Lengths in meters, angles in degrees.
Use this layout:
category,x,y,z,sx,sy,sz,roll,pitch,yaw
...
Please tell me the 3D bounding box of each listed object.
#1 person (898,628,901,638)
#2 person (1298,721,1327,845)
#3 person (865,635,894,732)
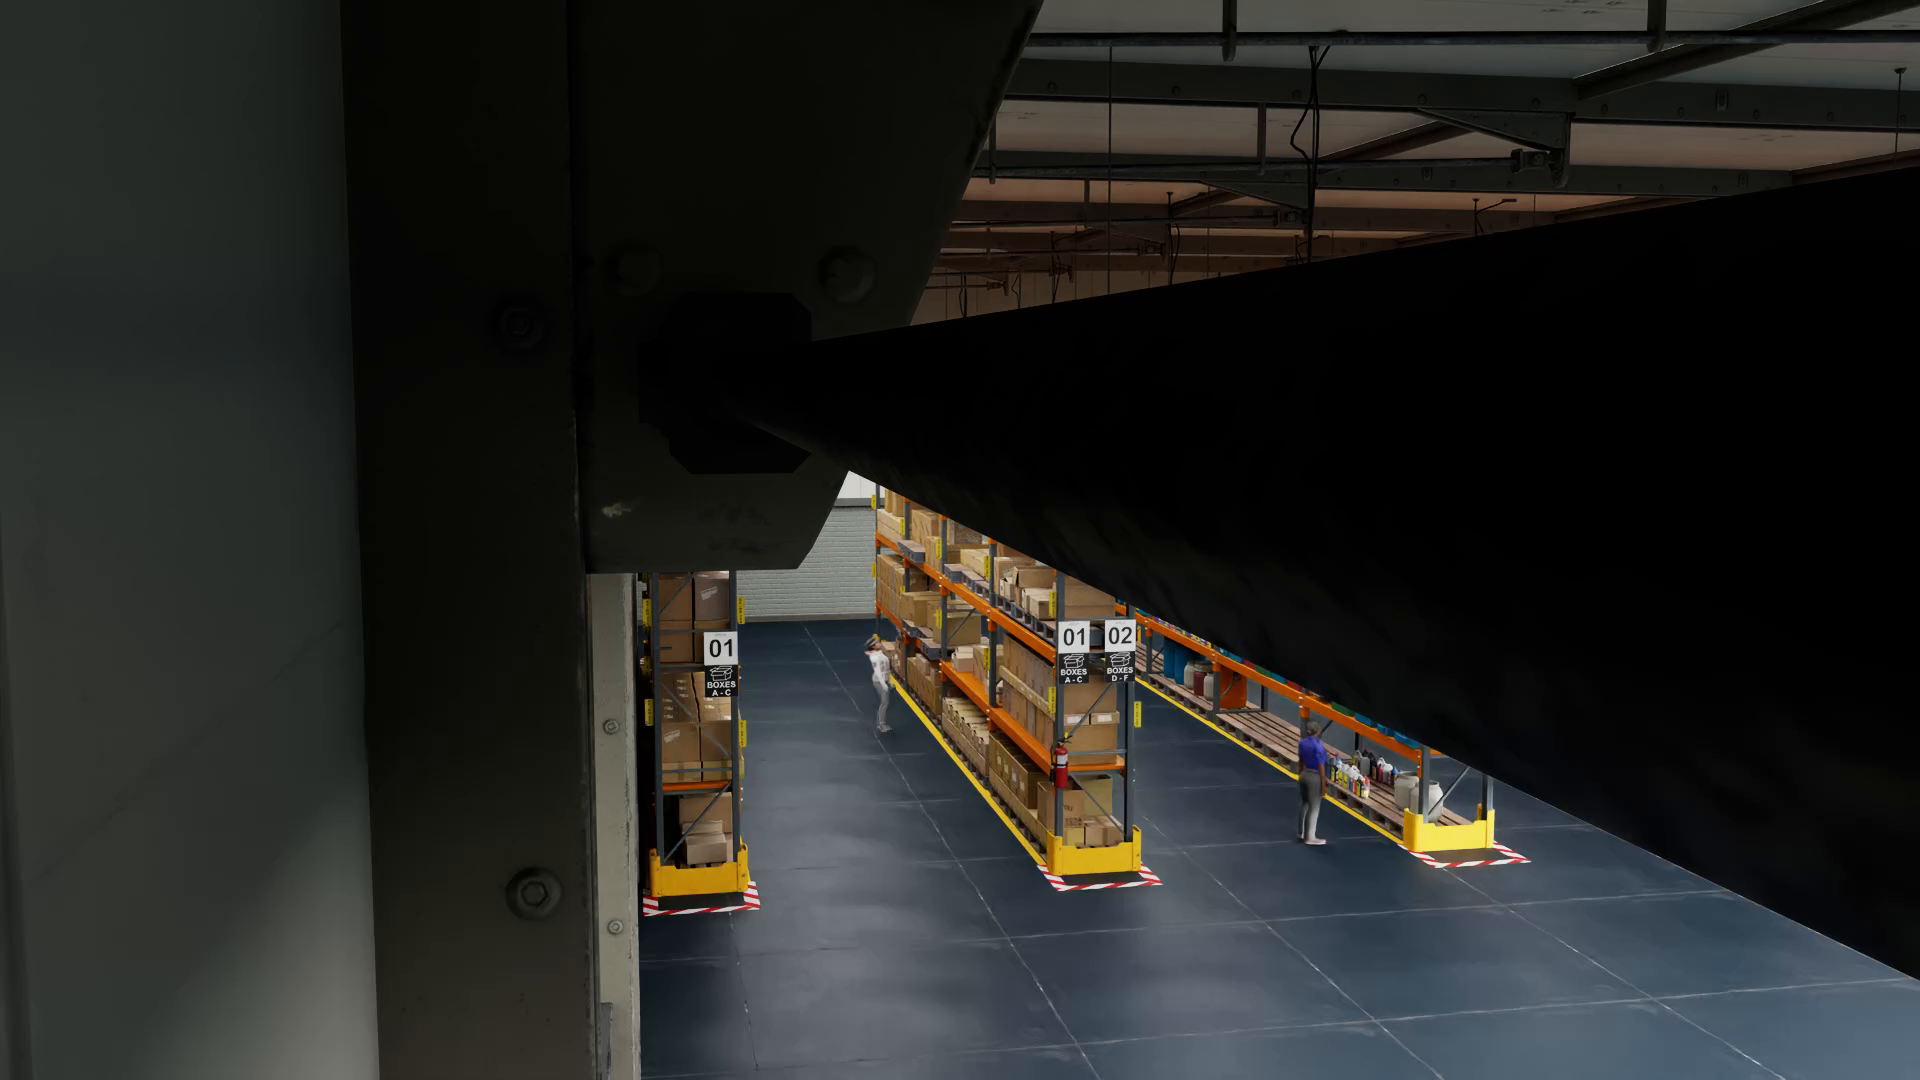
category,x,y,z,sx,sy,sz,roll,pitch,yaw
person,-1.081,1.484,38.485,0.625,1.727,0.966,-5,8,-41
person,4.739,3.253,22.222,0.383,1.704,0.508,-3,7,-27
person,-1.381,2.540,29.276,0.567,1.735,0.510,3,6,23
